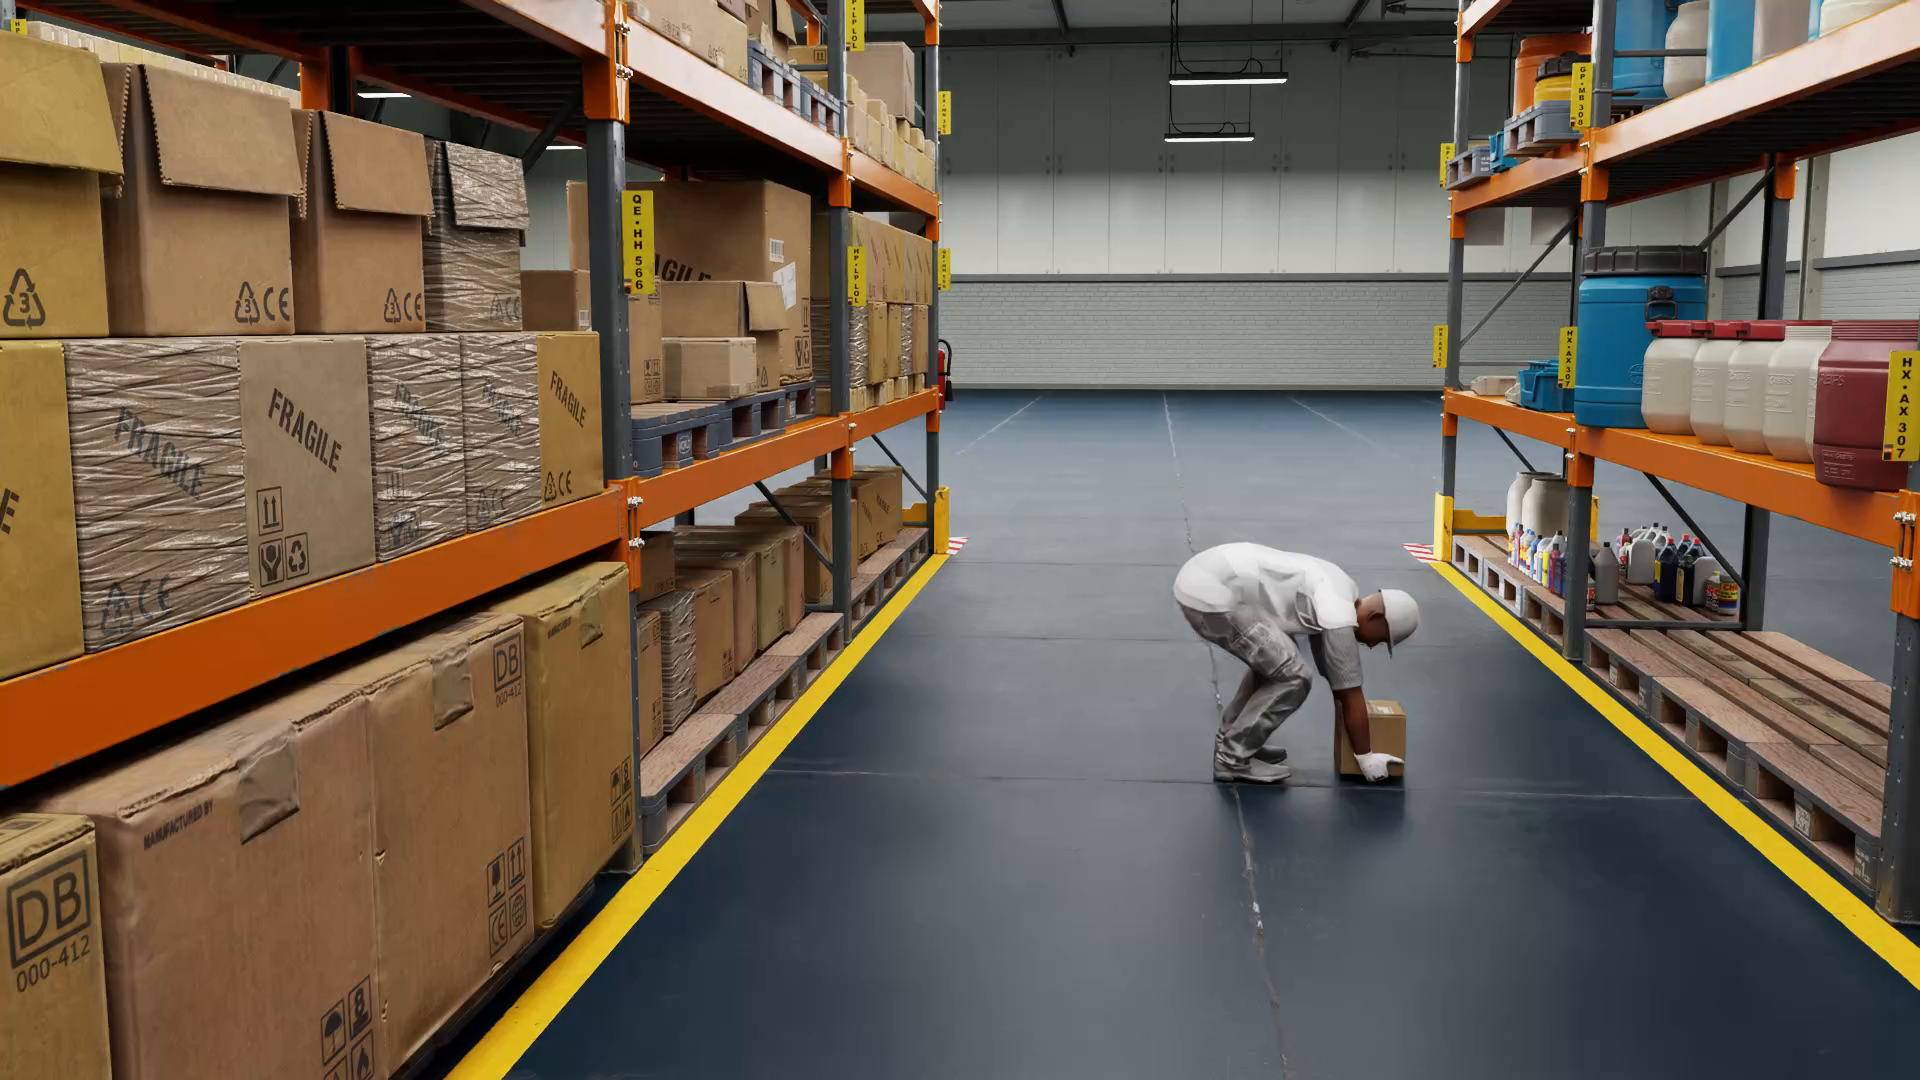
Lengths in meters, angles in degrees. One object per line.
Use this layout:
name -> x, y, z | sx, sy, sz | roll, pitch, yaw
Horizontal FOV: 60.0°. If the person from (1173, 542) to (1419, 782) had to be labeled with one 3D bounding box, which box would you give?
person -> 1.356, 0.482, 6.747 | 0.982, 0.945, 0.524 | 0, 8, 4
